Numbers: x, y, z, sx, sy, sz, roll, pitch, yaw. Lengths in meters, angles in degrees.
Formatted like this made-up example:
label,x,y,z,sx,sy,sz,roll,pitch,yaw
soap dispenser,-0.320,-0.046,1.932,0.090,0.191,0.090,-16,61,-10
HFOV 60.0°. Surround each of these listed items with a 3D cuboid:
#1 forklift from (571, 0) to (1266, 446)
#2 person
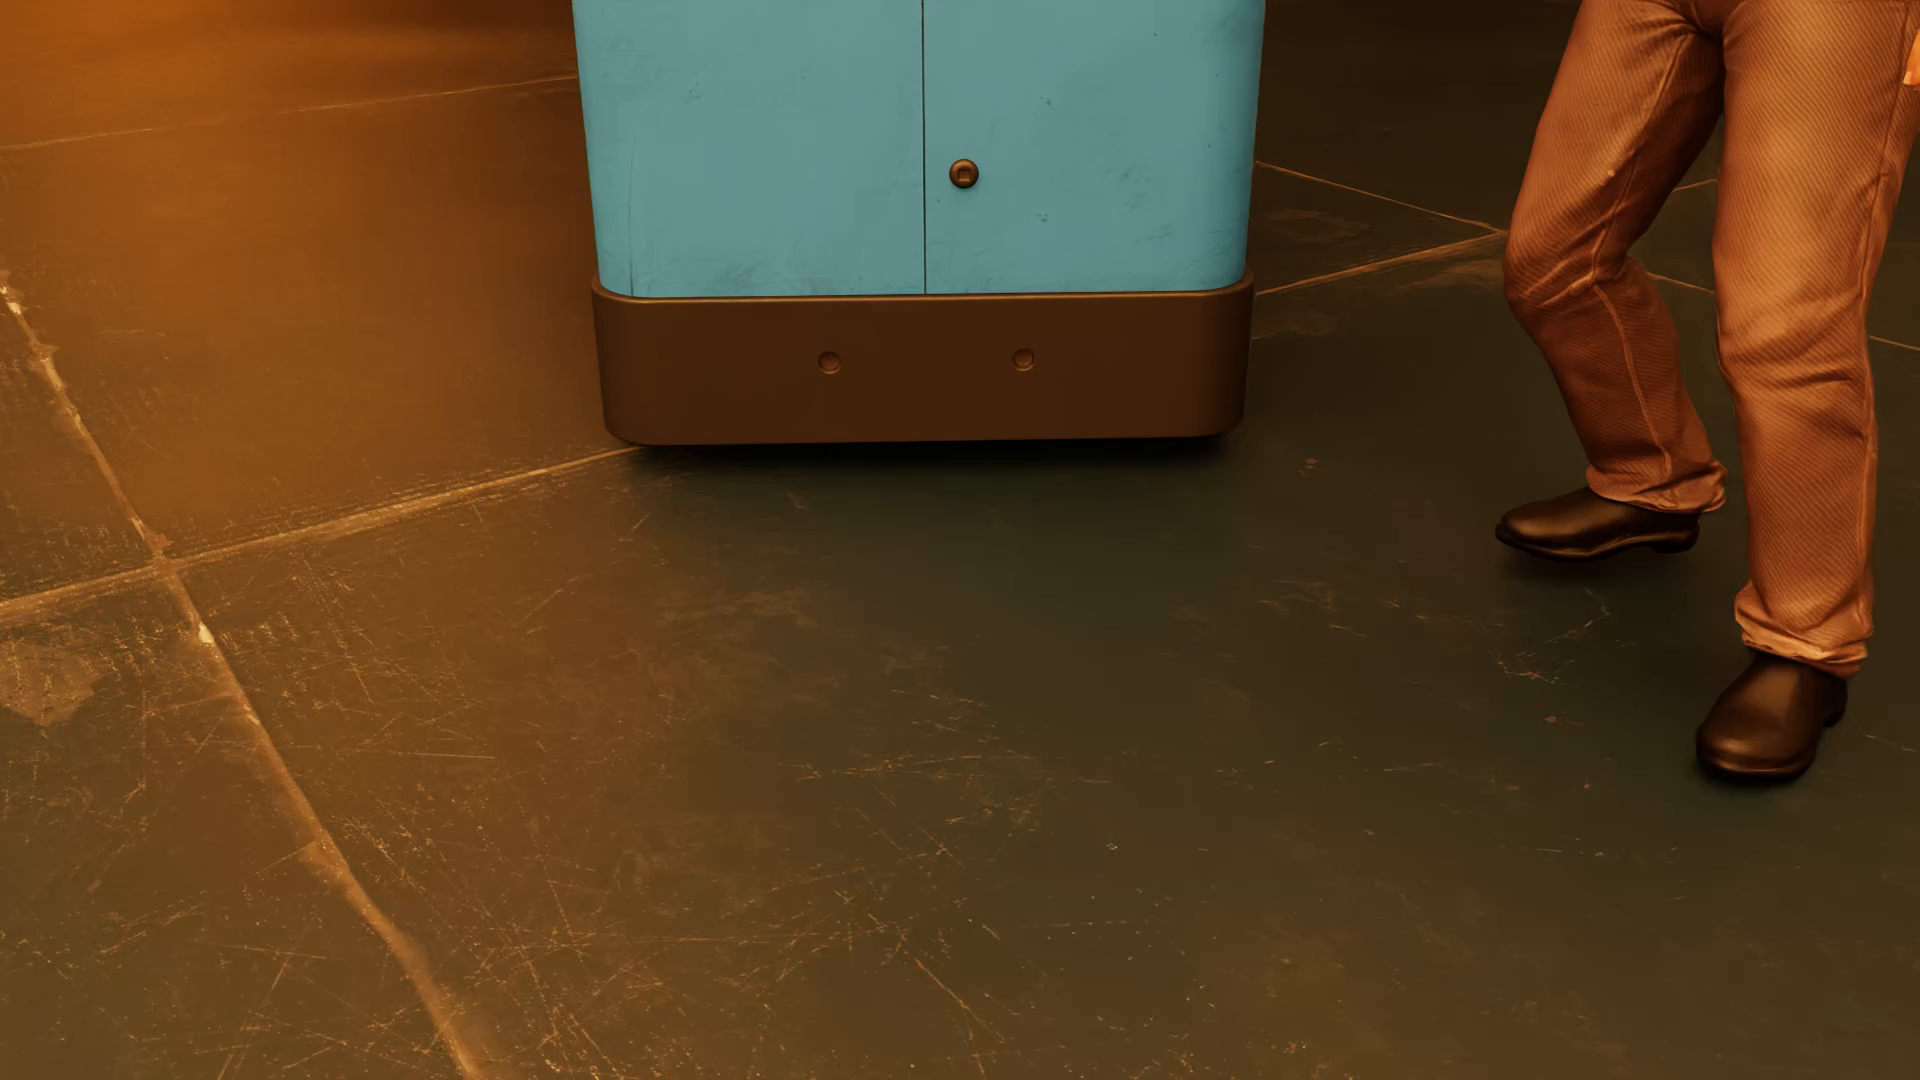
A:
label,x,y,z,sx,sy,sz,roll,pitch,yaw
forklift,-0.113,-2.080,3.378,1.130,2.935,3.031,-1,27,-2
person,0.946,-0.657,1.923,0.394,1.691,0.805,-8,28,-15
